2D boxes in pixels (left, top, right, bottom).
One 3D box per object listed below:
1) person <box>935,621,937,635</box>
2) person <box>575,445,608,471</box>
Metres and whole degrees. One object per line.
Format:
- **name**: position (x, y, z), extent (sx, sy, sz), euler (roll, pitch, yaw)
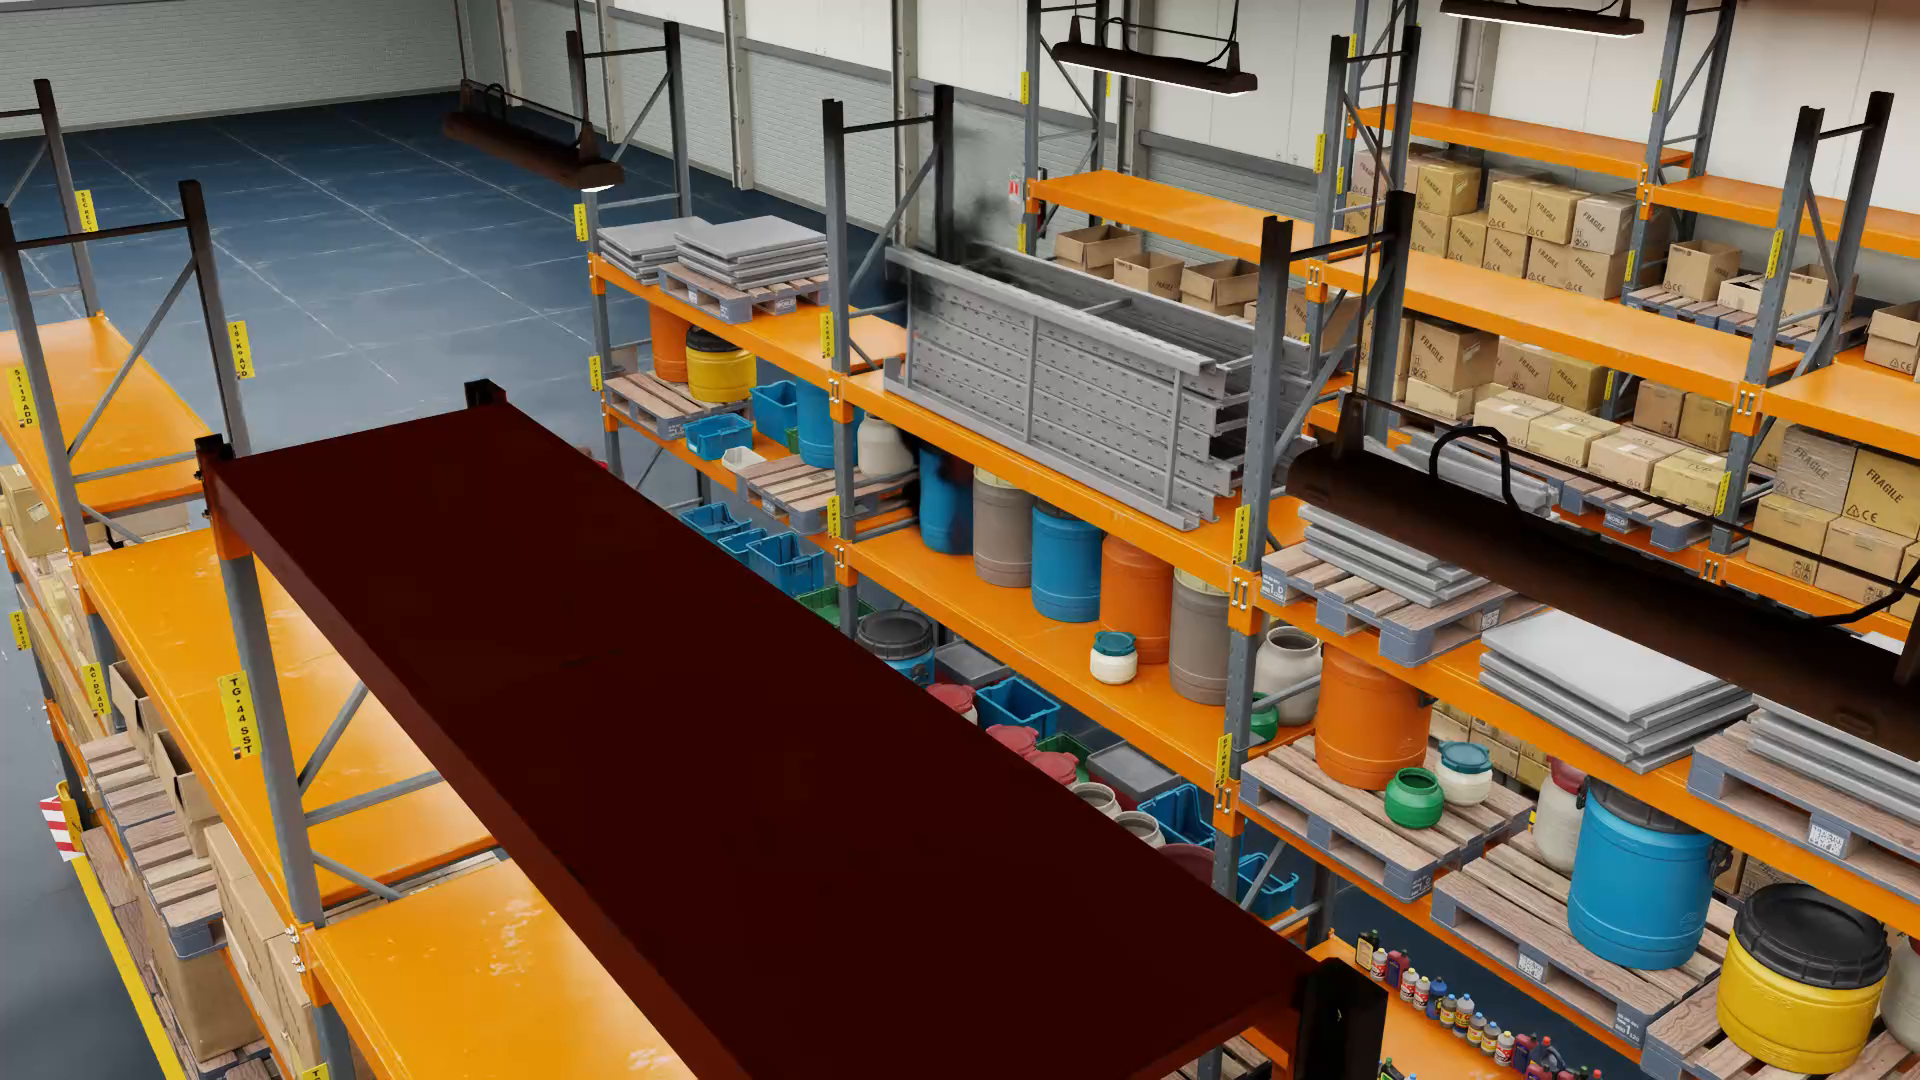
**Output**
- **person**: position (0.021, 0.633, 15.549), extent (0.678, 1.607, 0.525), euler (22, 33, 39)
- **person**: position (-3.854, -0.223, 17.505), extent (0.653, 1.663, 0.670), euler (0, 25, 0)
